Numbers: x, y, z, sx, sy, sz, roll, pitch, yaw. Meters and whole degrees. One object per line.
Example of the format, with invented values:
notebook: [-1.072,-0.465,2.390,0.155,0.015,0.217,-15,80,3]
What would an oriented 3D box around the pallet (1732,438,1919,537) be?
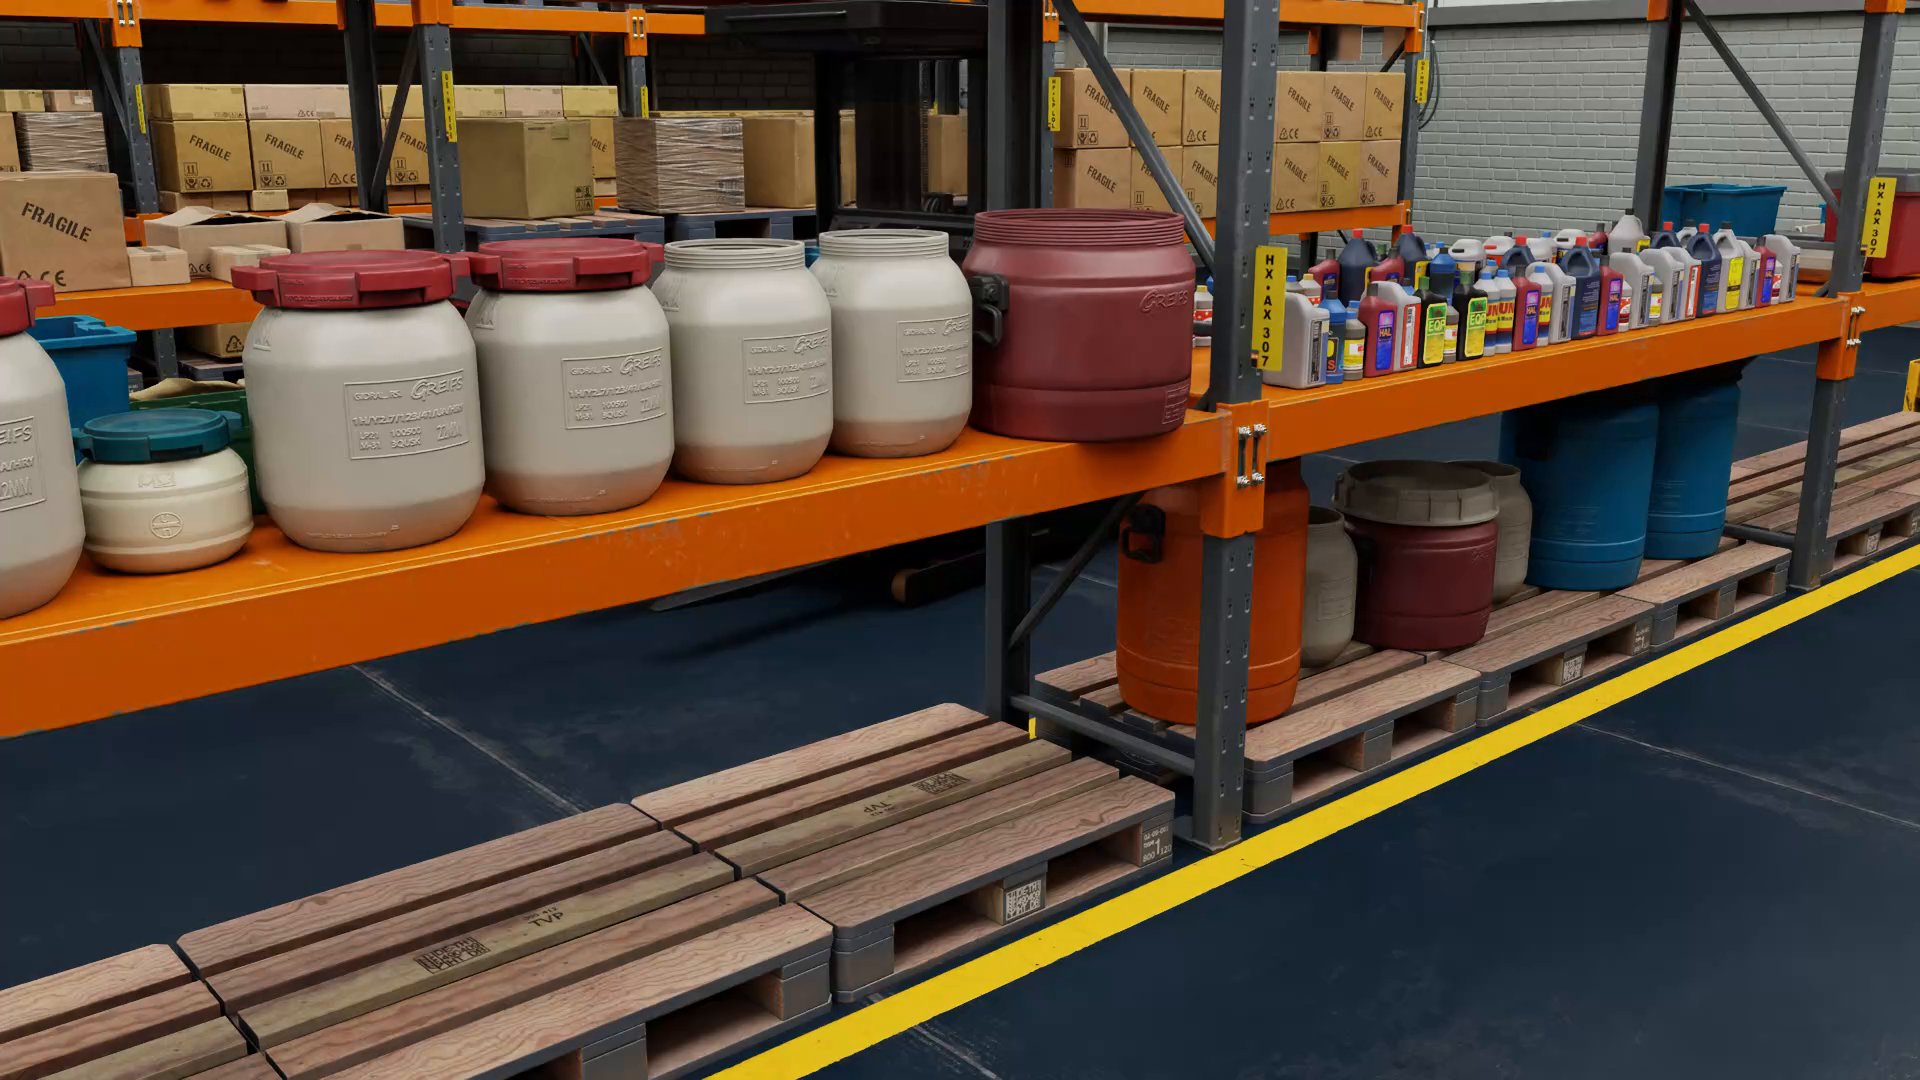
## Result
pallet: [4.922,-0.313,9.011,1.213,0.211,1.003,-13,19,-39]

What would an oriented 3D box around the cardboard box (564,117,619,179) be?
cardboard box: [-3.214,-3.323,14.069,0.500,0.500,0.500,-13,20,-40]

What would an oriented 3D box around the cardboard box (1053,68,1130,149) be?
cardboard box: [0.764,-2.841,10.943,0.500,0.500,0.500,-12,19,-38]

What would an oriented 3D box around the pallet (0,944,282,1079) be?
pallet: [-1.996,1.242,3.191,1.213,0.211,1.003,-13,19,-39]

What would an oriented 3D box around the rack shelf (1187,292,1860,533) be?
rack shelf: [1.964,-0.634,6.203,4.000,0.370,1.077,-13,19,-39]

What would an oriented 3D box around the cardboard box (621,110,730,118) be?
cardboard box: [-2.611,-3.482,14.893,0.700,0.700,0.980,-12,19,-39]

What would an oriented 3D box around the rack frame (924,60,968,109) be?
rack frame: [-0.013,-3.926,17.136,0.127,3.000,1.000,-13,19,-39]

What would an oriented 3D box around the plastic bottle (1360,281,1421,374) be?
plastic bottle: [1.343,-0.671,5.190,0.135,0.276,0.152,-13,19,-39]

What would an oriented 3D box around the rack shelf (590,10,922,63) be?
rack shelf: [-1.522,-4.689,15.573,4.000,0.370,1.077,-13,19,-39]

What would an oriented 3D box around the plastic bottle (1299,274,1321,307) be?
plastic bottle: [1.267,-0.868,6.074,0.097,0.201,0.097,0,15,0]

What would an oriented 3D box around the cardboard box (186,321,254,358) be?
cardboard box: [-5.408,-1.834,12.657,0.750,0.750,0.750,-13,20,-40]

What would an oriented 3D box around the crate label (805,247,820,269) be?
crate label: [-0.472,-0.544,4.404,0.616,0.435,0.502,-13,19,-39]

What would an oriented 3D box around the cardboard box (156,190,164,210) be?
cardboard box: [-5.971,-2.564,12.486,0.250,0.149,0.380,-12,19,-38]

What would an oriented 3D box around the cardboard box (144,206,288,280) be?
cardboard box: [-3.596,-1.450,8.040,0.500,0.311,0.500,-13,20,-40]

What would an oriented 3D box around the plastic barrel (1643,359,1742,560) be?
plastic barrel: [3.051,-0.420,7.263,0.708,0.901,0.600,-13,19,-39]

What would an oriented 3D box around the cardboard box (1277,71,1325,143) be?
cardboard box: [2.317,-3.190,12.250,0.500,0.500,0.500,-12,19,-38]

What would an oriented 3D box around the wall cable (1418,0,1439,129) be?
wall cable: [4.488,-6.213,20.089,0.112,2.526,3.097,-13,19,-39]

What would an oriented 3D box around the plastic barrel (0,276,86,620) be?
plastic barrel: [-1.697,-0.150,2.735,0.433,0.535,0.433,0,15,0]

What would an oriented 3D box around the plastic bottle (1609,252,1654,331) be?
plastic bottle: [2.455,-0.921,6.125,0.135,0.276,0.152,-13,19,-39]

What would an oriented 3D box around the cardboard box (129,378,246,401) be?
cardboard box: [-3.772,-0.630,8.225,0.500,0.311,0.500,-13,20,-41]

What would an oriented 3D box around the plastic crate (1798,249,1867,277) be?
plastic crate: [3.917,-1.272,7.596,0.243,0.136,0.396,-13,19,-39]

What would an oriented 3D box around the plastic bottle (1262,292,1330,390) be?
plastic bottle: [0.994,-0.593,4.897,0.135,0.276,0.152,-13,19,-39]

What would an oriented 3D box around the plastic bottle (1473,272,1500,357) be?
plastic bottle: [1.723,-0.745,5.475,0.097,0.271,0.097,0,15,0]

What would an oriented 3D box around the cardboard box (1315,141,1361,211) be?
cardboard box: [2.693,-2.793,12.701,0.500,0.500,0.500,-12,19,-39]

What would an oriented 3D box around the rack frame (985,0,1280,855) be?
rack frame: [0.455,-0.642,4.842,0.127,3.000,1.000,-13,19,-39]

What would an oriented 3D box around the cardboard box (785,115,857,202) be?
cardboard box: [-0.758,-2.370,10.305,0.500,0.500,0.700,-9,17,-31]

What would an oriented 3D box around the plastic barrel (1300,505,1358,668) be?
plastic barrel: [1.180,0.158,5.855,0.421,0.512,0.421,0,15,0]

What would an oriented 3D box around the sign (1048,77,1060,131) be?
sign: [0.591,-2.737,10.440,0.005,0.325,0.100,-13,19,-39]

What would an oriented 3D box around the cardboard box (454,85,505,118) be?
cardboard box: [-3.992,-3.512,13.325,0.500,0.250,0.500,-12,19,-38]

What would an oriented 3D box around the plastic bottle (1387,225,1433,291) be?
plastic bottle: [1.730,-1.036,6.413,0.185,0.351,0.144,-13,19,-39]

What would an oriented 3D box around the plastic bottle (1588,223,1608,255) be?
plastic bottle: [2.815,-1.262,7.388,0.133,0.283,0.061,-13,19,-39]

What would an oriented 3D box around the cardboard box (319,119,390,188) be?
cardboard box: [-4.738,-2.976,12.770,0.500,0.500,0.500,-13,20,-40]

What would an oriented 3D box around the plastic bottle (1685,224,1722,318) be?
plastic bottle: [2.854,-1.045,6.447,0.185,0.351,0.144,-13,19,-39]

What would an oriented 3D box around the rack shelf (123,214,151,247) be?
rack shelf: [-7.557,-1.885,10.887,4.000,0.370,1.077,-13,19,-39]

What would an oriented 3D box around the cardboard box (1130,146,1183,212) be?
cardboard box: [1.171,-2.454,11.430,0.500,0.500,0.500,-12,19,-38]

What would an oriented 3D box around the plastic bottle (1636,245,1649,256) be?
plastic bottle: [2.635,-1.002,6.437,0.097,0.271,0.097,0,15,0]

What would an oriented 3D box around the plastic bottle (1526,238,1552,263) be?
plastic bottle: [2.275,-1.069,6.681,0.135,0.276,0.152,-13,19,-39]

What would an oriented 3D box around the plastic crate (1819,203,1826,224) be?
plastic crate: [4.868,-1.694,8.987,0.300,0.233,0.416,-13,19,-39]

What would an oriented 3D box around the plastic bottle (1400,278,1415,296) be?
plastic bottle: [1.408,-0.695,5.289,0.097,0.271,0.097,0,15,0]

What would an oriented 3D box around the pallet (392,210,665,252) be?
pallet: [-2.329,-1.643,8.960,1.003,0.211,1.213,-13,19,-39]

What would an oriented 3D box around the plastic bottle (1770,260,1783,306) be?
plastic bottle: [3.318,-1.069,6.825,0.097,0.201,0.097,0,15,0]

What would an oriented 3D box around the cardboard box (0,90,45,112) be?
cardboard box: [-6.522,-3.024,11.454,0.380,0.149,0.250,12,19,38]

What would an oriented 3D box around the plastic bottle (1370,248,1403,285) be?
plastic bottle: [1.576,-0.934,6.162,0.133,0.283,0.061,-13,19,-39]

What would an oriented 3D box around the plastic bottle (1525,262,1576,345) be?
plastic bottle: [2.040,-0.828,5.776,0.135,0.276,0.152,-13,19,-39]

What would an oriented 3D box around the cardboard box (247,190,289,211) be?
cardboard box: [-5.196,-2.539,12.393,0.250,0.149,0.380,-12,19,-38]

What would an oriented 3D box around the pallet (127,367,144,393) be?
pallet: [-6.639,-1.092,11.928,1.213,0.211,1.003,-13,19,-39]

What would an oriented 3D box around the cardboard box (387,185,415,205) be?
cardboard box: [-4.498,-2.732,13.113,0.250,0.149,0.380,-13,19,-39]

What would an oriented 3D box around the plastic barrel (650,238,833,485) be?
plastic barrel: [-0.499,-0.409,3.752,0.421,0.512,0.421,0,15,0]

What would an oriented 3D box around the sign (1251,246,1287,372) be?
sign: [0.821,-0.615,4.424,0.005,0.325,0.100,-13,19,-39]

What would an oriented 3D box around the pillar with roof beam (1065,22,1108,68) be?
pillar with roof beam: [4.282,-6.612,15.567,0.400,9.000,9.100,-13,19,-39]

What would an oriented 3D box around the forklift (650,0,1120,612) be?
forklift: [-0.405,-1.279,7.359,1.130,2.935,3.031,13,20,40]

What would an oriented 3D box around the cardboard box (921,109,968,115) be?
cardboard box: [-0.392,-3.983,16.767,0.700,0.700,0.980,-12,19,-37]

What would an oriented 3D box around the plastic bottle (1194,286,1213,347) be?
plastic bottle: [0.827,-0.769,5.703,0.097,0.201,0.097,0,15,0]
